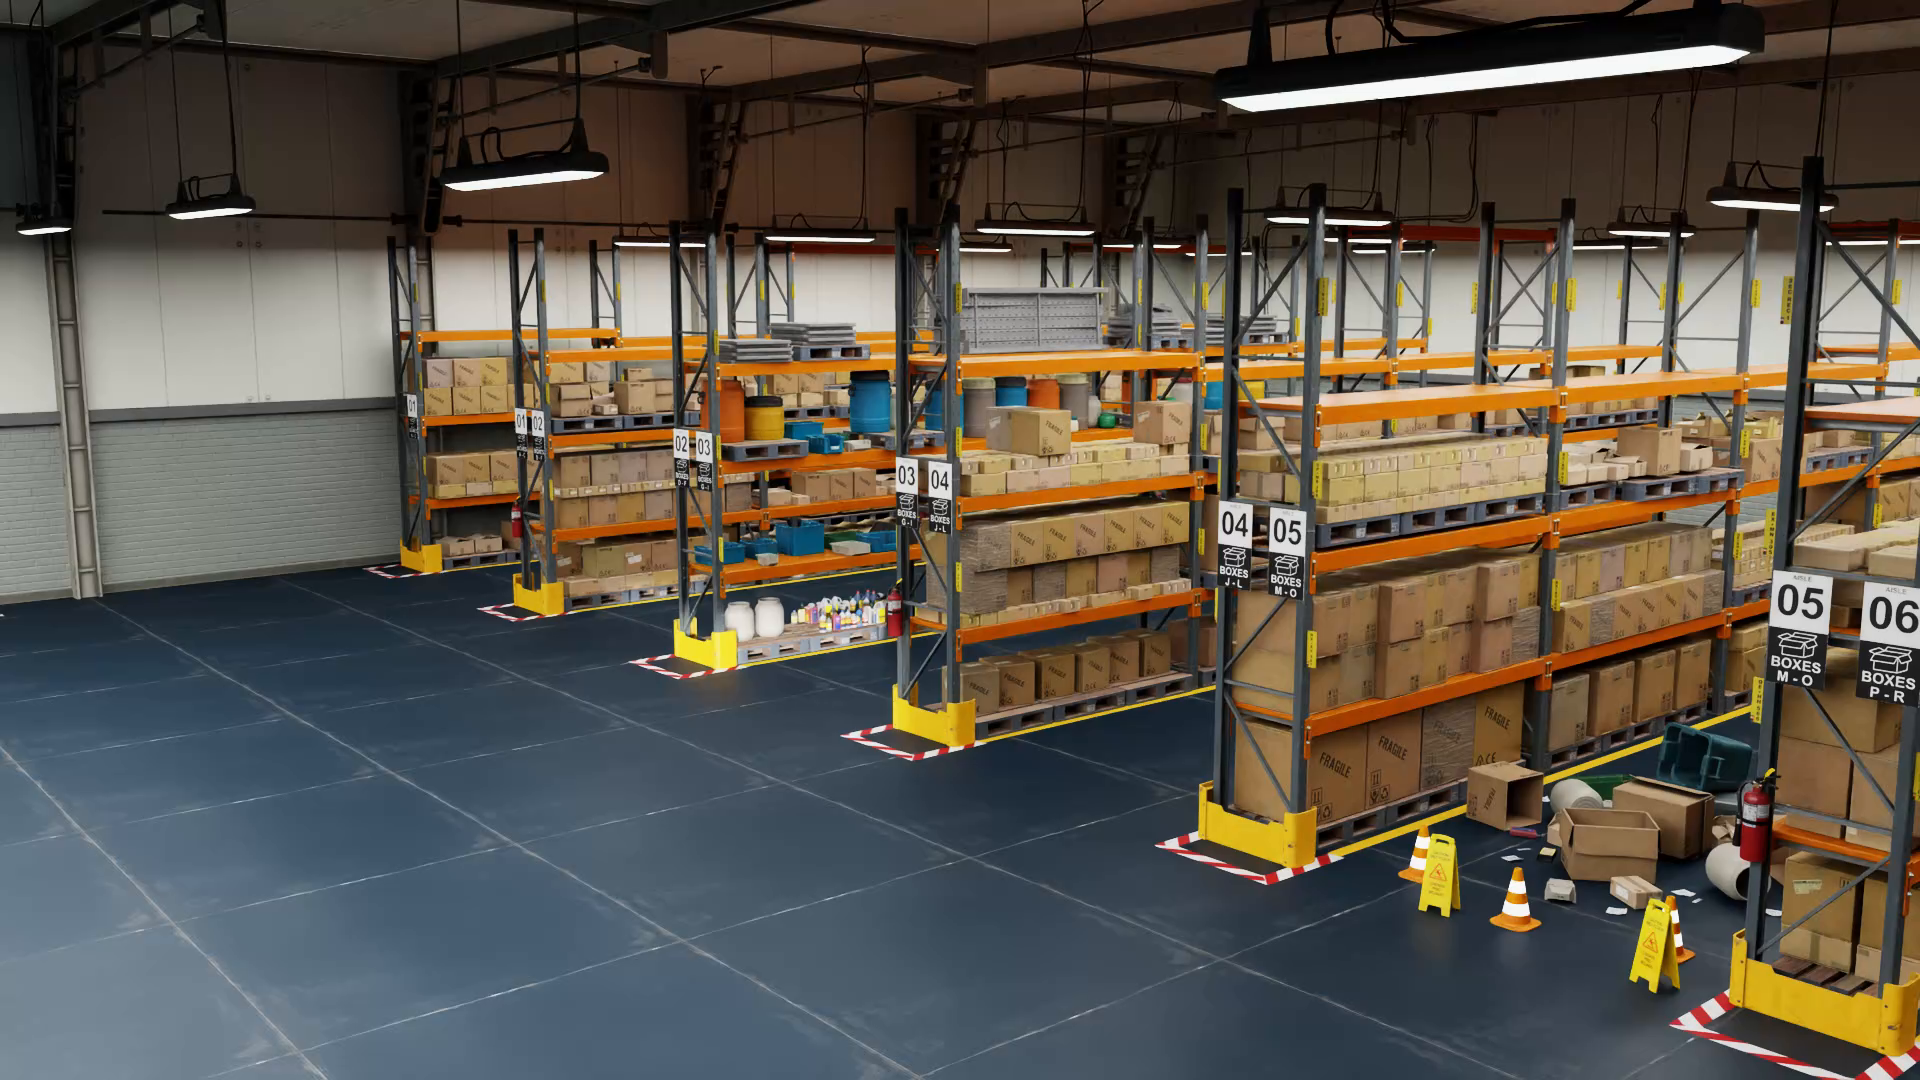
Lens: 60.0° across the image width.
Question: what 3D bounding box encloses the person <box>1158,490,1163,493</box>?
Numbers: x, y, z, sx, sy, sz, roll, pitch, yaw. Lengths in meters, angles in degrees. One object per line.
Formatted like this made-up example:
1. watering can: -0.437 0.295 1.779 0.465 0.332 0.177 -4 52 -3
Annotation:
1. person: 5.032 -1.873 40.016 0.602 1.763 0.477 -7 11 -39

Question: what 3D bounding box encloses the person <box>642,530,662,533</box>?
1. person: -5.631 -0.273 30.181 0.641 1.706 0.508 -9 12 -44
